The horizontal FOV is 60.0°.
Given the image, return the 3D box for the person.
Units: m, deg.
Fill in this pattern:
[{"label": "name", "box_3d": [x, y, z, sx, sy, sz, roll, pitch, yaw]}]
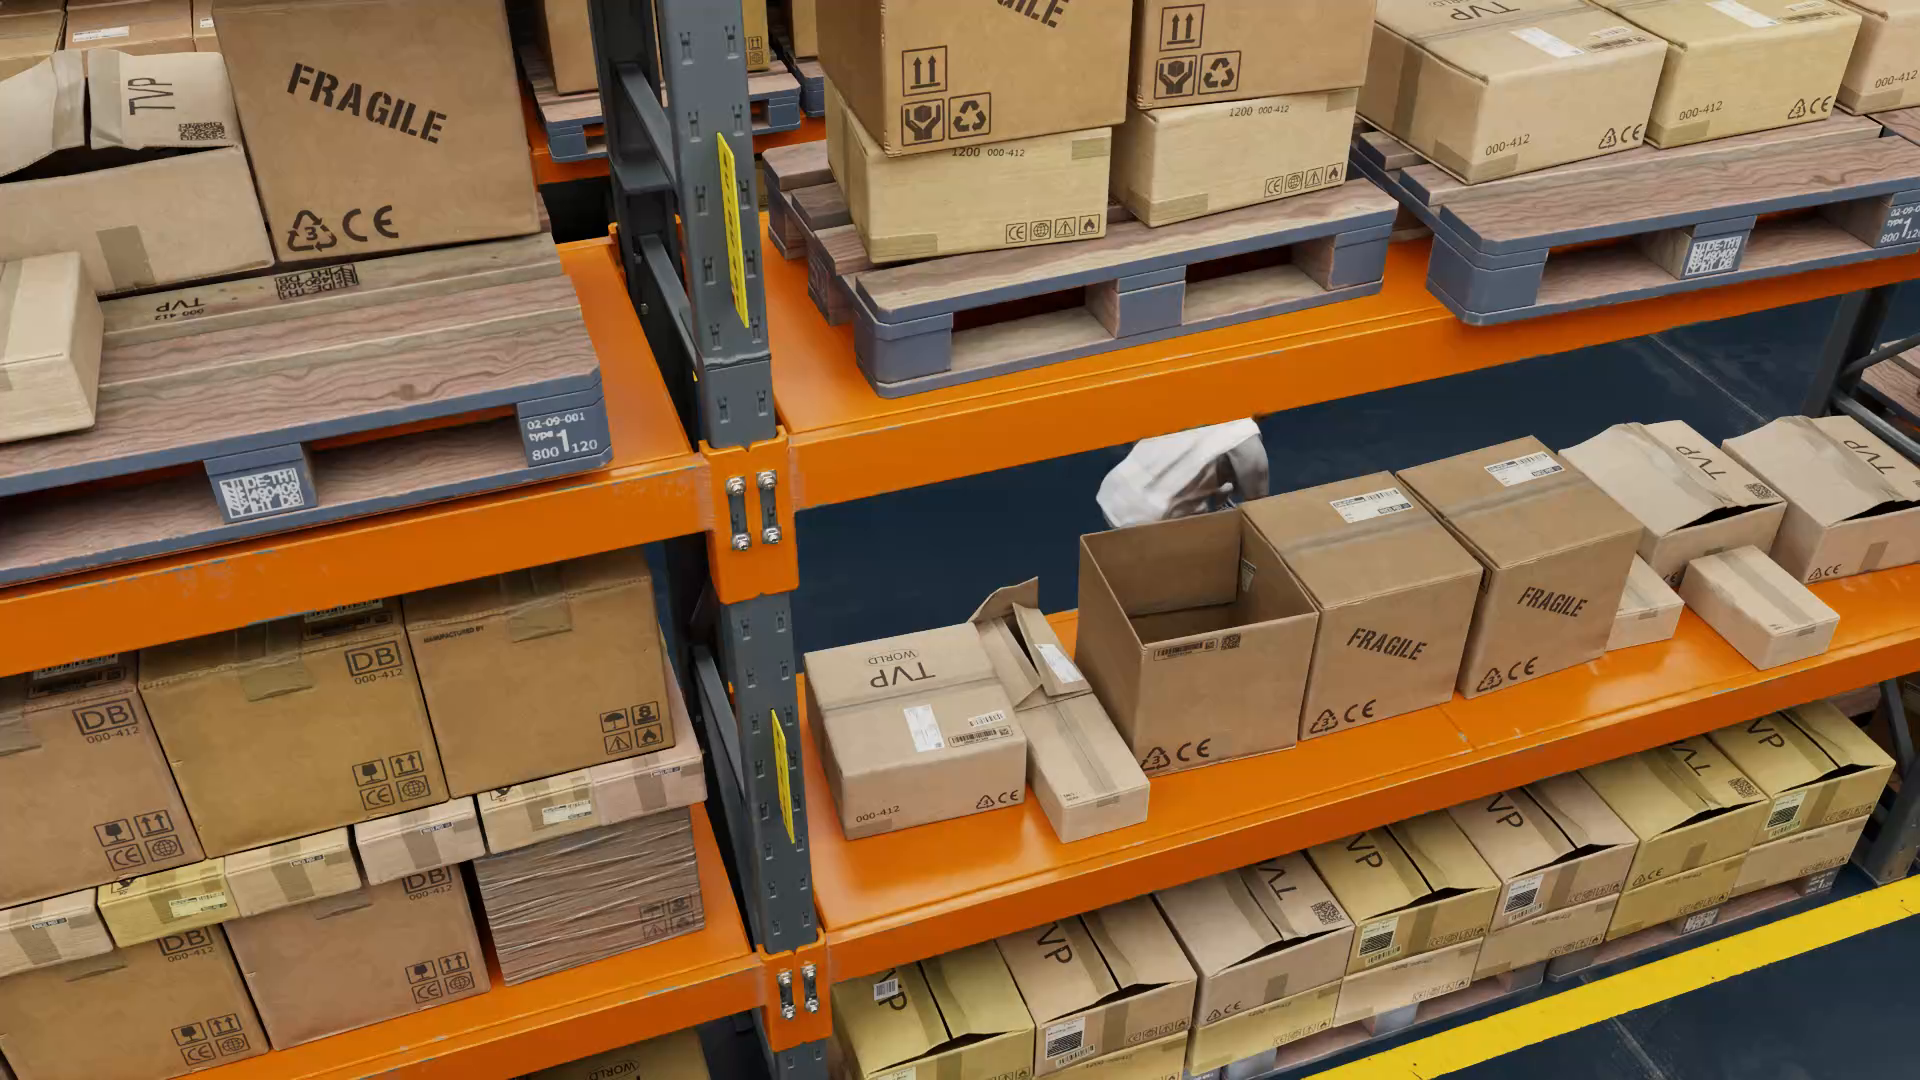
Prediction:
[{"label": "person", "box_3d": [0.958, -0.156, 6.811, 0.839, 1.212, 0.581, -13, 39, -16]}]
